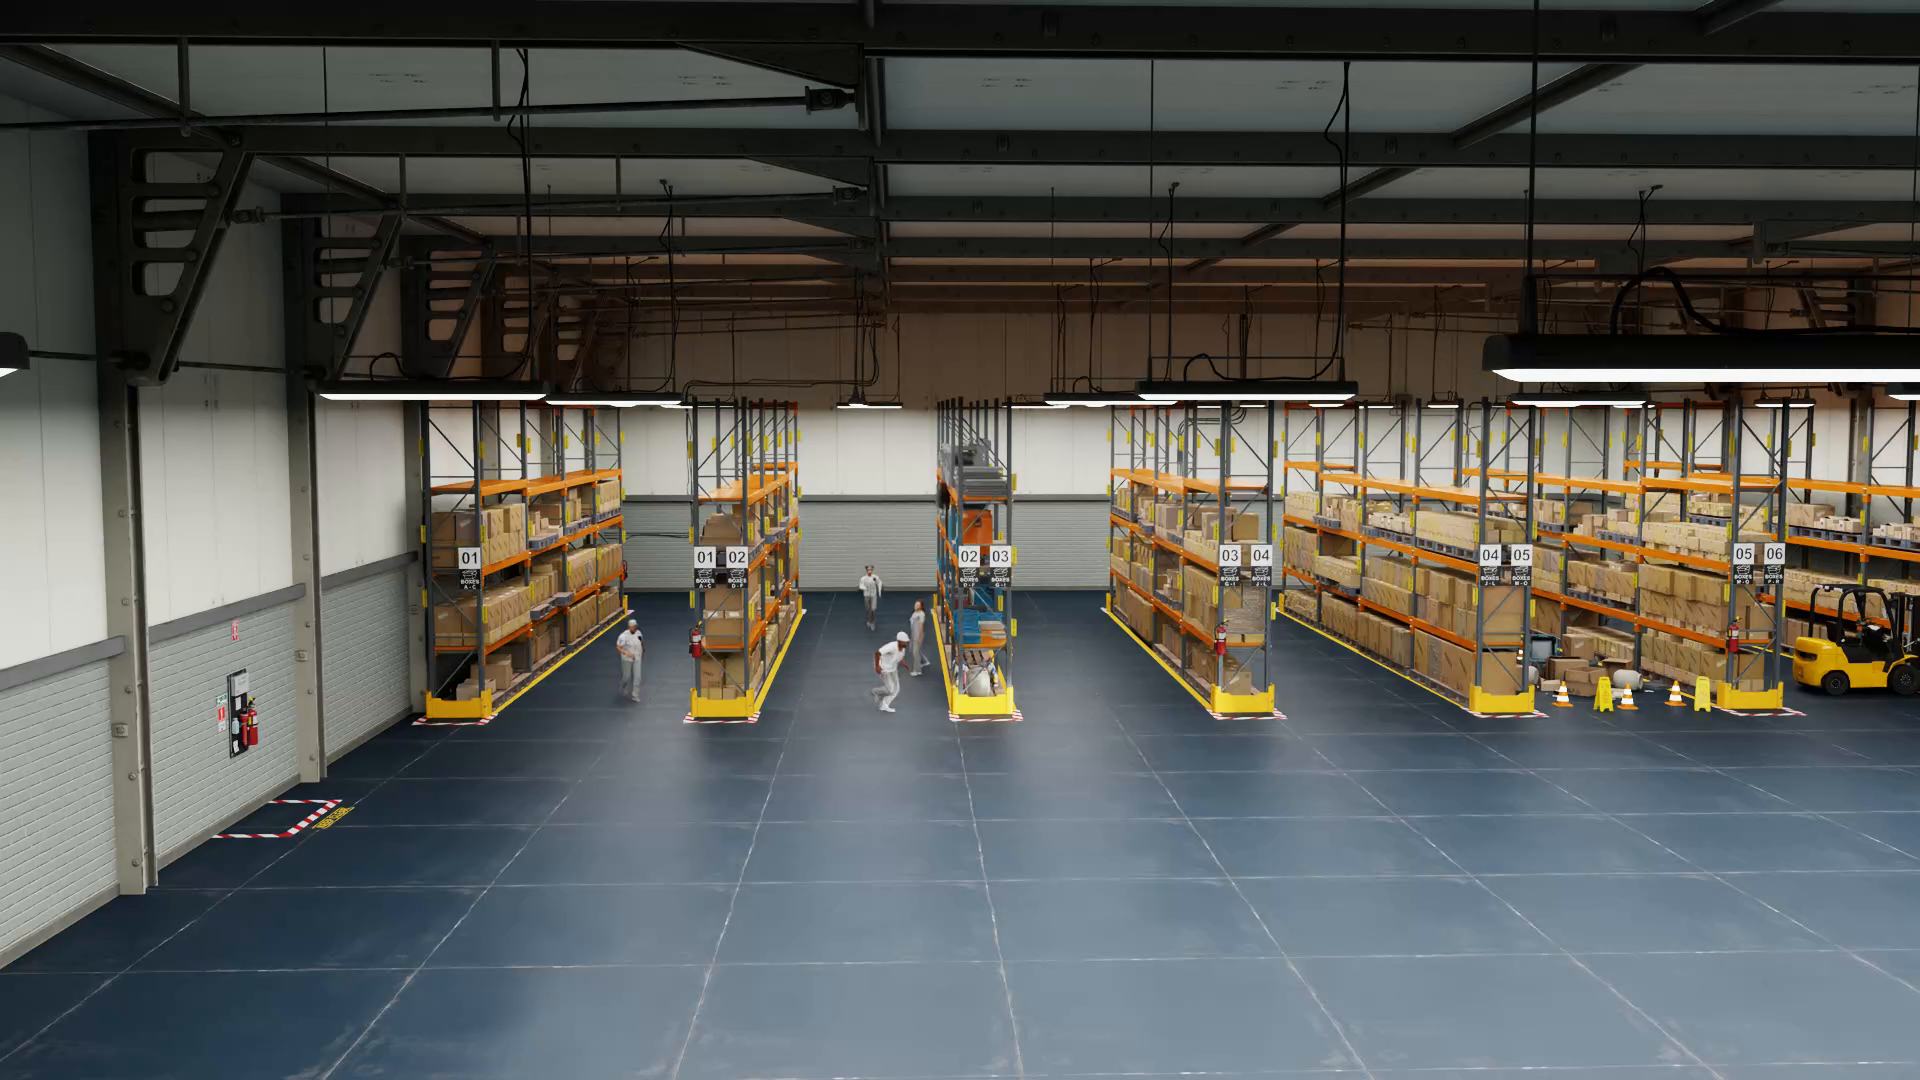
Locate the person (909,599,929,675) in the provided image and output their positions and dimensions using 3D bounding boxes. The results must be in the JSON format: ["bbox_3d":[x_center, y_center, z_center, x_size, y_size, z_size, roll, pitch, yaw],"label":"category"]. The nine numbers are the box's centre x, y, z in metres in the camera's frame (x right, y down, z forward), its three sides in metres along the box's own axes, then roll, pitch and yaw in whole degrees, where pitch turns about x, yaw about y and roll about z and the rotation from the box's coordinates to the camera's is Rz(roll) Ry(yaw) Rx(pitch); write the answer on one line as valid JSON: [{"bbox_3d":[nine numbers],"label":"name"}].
[{"bbox_3d":[-0.894,2.099,36.243,0.612,1.650,0.670,-2,5,-29],"label":"person"}]

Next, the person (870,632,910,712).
[{"bbox_3d":[-1.346,2.508,31.643,0.943,1.566,0.723,3,6,37],"label":"person"}]

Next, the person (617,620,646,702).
[{"bbox_3d":[-6.567,2.371,33.050,0.598,1.629,0.817,-2,5,-29],"label":"person"}]

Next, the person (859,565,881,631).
[{"bbox_3d":[-2.354,1.514,43.682,0.569,1.733,0.807,0,4,-1],"label":"person"}]

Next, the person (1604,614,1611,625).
[{"bbox_3d":[17.043,1.427,44.499,0.648,1.738,0.859,-2,5,-22],"label":"person"}]
